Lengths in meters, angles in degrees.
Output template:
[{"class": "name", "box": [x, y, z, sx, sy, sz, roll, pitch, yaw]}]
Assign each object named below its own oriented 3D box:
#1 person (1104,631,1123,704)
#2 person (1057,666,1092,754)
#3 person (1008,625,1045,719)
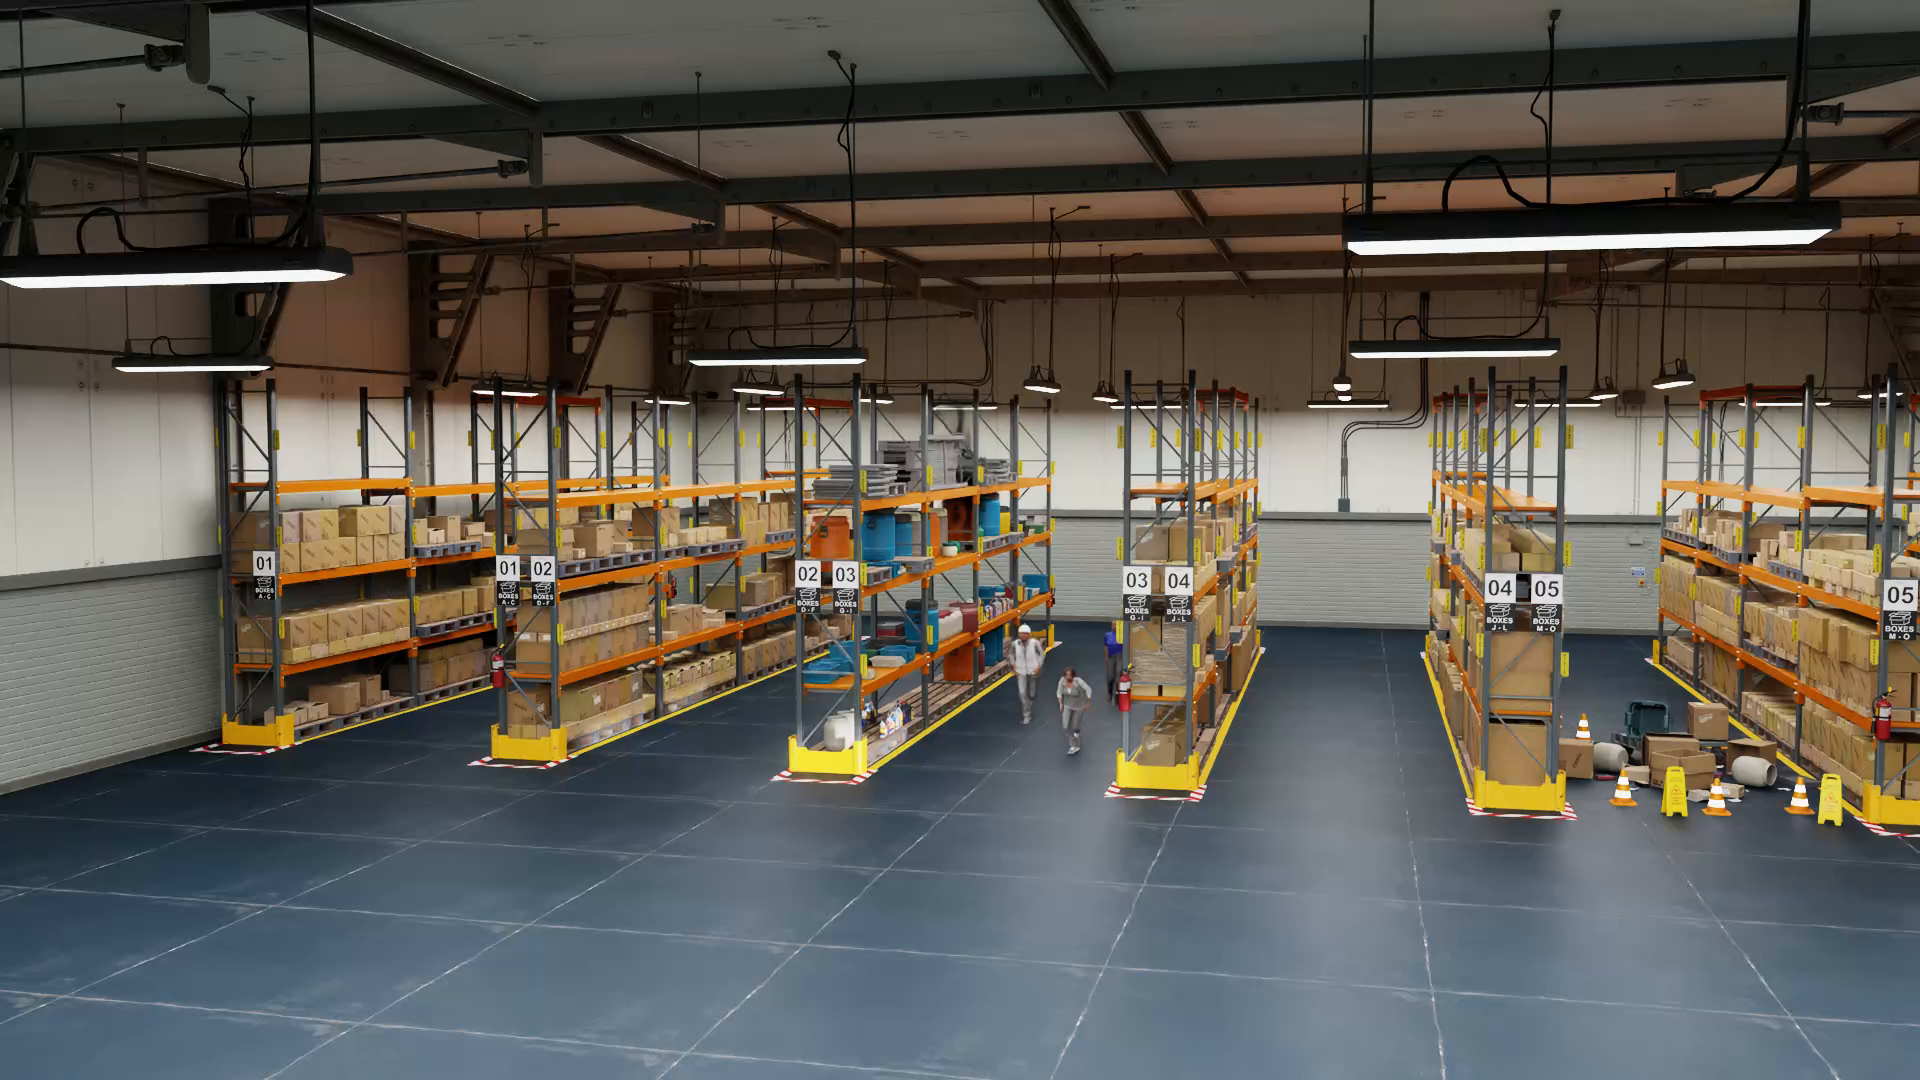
[{"class": "person", "box": [2.946, 2.403, 31.397, 0.524, 1.427, 0.500, 1, 4, 14]}, {"class": "person", "box": [1.841, 2.702, 26.600, 0.558, 1.439, 0.831, 1, 4, 17]}, {"class": "person", "box": [1.194, 2.321, 29.752, 0.662, 1.669, 0.792, 0, 3, 4]}]
